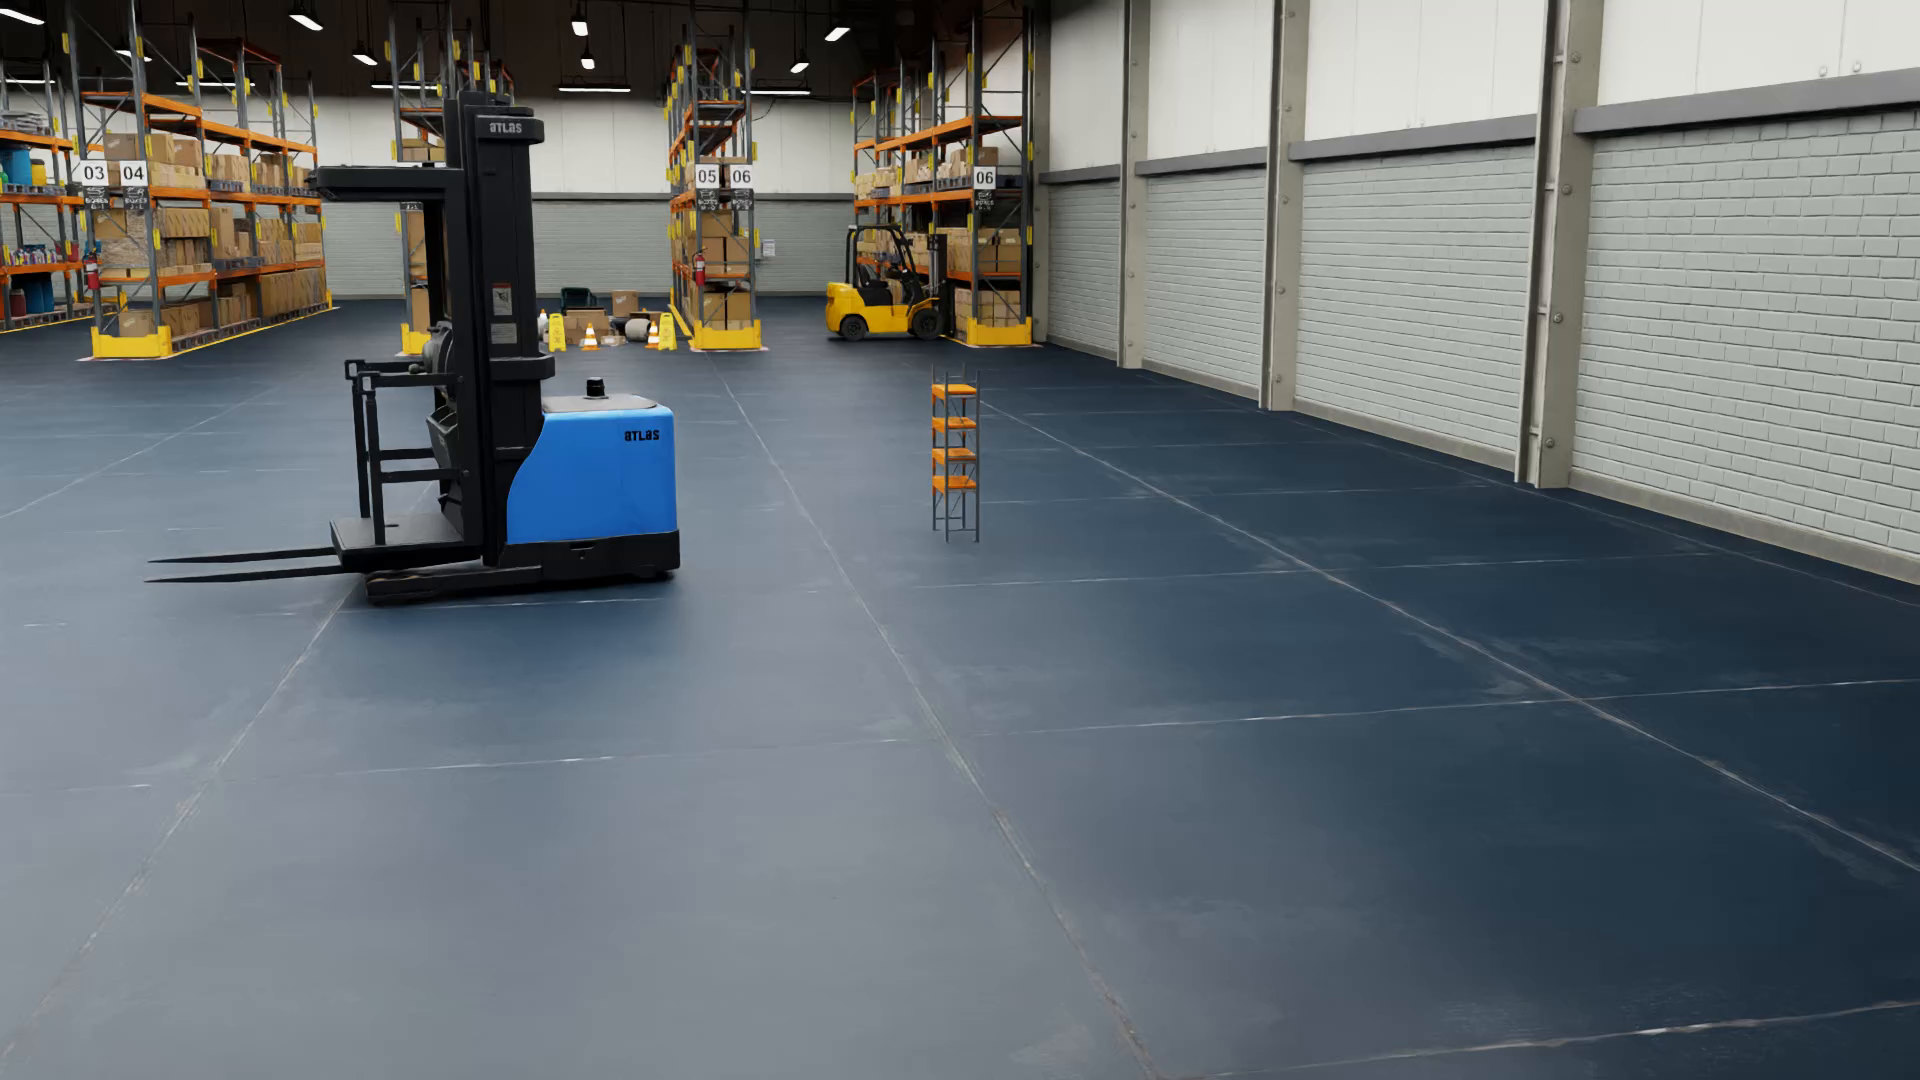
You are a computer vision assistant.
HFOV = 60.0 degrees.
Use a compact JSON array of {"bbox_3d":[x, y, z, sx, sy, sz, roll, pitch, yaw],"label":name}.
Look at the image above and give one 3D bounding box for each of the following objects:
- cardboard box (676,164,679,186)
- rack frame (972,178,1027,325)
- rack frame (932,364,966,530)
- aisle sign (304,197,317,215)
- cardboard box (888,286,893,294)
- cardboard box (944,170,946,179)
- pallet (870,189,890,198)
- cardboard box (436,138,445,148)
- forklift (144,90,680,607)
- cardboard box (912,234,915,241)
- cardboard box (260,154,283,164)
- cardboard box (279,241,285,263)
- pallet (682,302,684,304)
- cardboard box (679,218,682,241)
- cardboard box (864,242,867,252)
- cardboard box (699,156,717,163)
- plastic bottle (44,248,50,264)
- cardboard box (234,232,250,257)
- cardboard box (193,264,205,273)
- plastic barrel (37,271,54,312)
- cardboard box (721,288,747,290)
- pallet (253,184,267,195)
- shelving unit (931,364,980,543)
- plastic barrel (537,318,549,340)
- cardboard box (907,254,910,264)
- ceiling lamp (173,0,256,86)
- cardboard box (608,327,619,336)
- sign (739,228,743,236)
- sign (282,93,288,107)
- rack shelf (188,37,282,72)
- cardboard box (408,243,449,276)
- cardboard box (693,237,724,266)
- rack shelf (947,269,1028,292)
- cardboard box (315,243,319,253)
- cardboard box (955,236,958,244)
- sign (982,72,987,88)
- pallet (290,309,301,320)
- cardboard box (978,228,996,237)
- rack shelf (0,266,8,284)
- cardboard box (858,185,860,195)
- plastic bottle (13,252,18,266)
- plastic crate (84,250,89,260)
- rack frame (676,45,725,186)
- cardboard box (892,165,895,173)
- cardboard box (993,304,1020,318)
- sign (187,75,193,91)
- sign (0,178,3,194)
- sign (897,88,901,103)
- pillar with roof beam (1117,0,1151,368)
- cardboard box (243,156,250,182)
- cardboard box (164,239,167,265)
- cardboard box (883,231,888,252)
[{"bbox_3d":[-6.081,-8.280,37.763,0.700,0.500,0.500,-3,11,-14],"label":"cardboard box"},{"bbox_3d":[0.722,-5.090,30.418,1.000,3.000,0.127,-2,11,-11],"label":"rack frame"},{"bbox_3d":[-0.080,-0.665,11.979,0.240,1.200,0.015,-2,11,-11],"label":"rack frame"},{"bbox_3d":[-16.699,-8.784,42.874,0.394,0.787,0.004,-2,11,-11],"label":"aisle sign"},{"bbox_3d":[-1.438,-5.888,40.172,0.500,0.500,0.500,-3,11,-13],"label":"cardboard box"},{"bbox_3d":[-0.117,-7.195,32.736,0.380,0.149,0.250,-2,11,-9],"label":"cardboard box"},{"bbox_3d":[-1.554,-8.550,41.076,1.213,0.211,1.003,-2,11,-11],"label":"pallet"},{"bbox_3d":[-8.735,-6.781,28.425,0.380,0.149,0.250,-2,11,-10],"label":"cardboard box"},{"bbox_3d":[-3.316,-1.163,9.970,3.031,2.935,1.130,-5,12,-24],"label":"forklift"},{"bbox_3d":[-0.869,-6.713,36.944,0.380,0.149,0.250,-2,11,-10],"label":"cardboard box"},{"bbox_3d":[-16.378,-9.069,39.635,0.500,0.250,0.500,-3,11,-15],"label":"cardboard box"},{"bbox_3d":[-15.644,-6.536,37.748,0.500,0.500,0.500,-2,11,-12],"label":"cardboard box"},{"bbox_3d":[-6.551,-5.882,42.038,1.003,0.211,1.213,-2,11,-11],"label":"pallet"},{"bbox_3d":[-6.059,-7.002,37.520,0.500,0.500,0.500,-2,11,-13],"label":"cardboard box"},{"bbox_3d":[-2.246,-7.726,43.871,0.500,0.250,0.500,-2,11,-13],"label":"cardboard box"},{"bbox_3d":[-4.502,-6.702,29.404,0.380,0.149,0.250,-2,11,-10],"label":"cardboard box"},{"bbox_3d":[-20.560,-6.389,37.371,0.144,0.351,0.185,-2,11,-11],"label":"plastic bottle"},{"bbox_3d":[-15.072,-6.075,34.201,0.700,0.500,0.500,0,11,-3],"label":"cardboard box"},{"bbox_3d":[-14.128,-4.994,30.585,0.380,0.149,0.250,-2,11,-11],"label":"cardboard box"},{"bbox_3d":[-20.970,-5.644,37.819,0.600,0.901,0.708,-2,11,-11],"label":"plastic barrel"},{"bbox_3d":[-4.345,-4.581,31.968,0.500,0.500,0.500,-2,11,-8],"label":"cardboard box"},{"bbox_3d":[-15.600,-7.513,35.629,1.213,0.211,1.003,-2,11,-8],"label":"pallet"},{"bbox_3d":[-0.032,-0.620,11.744,0.258,1.200,0.503,-2,11,-11],"label":"shelving unit"},{"bbox_3d":[-8.035,-4.026,31.718,0.512,0.421,0.421,6,12,28],"label":"plastic barrel"},{"bbox_3d":[-0.895,-6.301,37.181,0.500,0.250,0.500,-2,11,-12],"label":"cardboard box"},{"bbox_3d":[-19.889,-13.701,44.005,2.000,3.185,0.800,-2,11,-11],"label":"ceiling lamp"},{"bbox_3d":[-6.871,-4.072,32.381,0.396,0.266,0.258,9,14,38],"label":"cardboard box"},{"bbox_3d":[-4.394,-6.089,33.350,0.100,0.325,0.005,-2,11,-11],"label":"sign"},{"bbox_3d":[-15.671,-10.216,38.595,0.100,0.325,0.005,-2,11,-11],"label":"sign"},{"bbox_3d":[-15.812,-10.609,36.404,1.077,0.370,4.000,-2,11,-11],"label":"rack shelf"},{"bbox_3d":[-9.099,-4.851,28.758,0.875,0.550,0.550,-2,11,-11],"label":"cardboard box"},{"bbox_3d":[-4.522,-5.194,29.899,0.500,0.500,0.500,-2,11,-12],"label":"cardboard box"},{"bbox_3d":[0.333,-5.104,32.412,1.077,0.370,4.000,-2,11,-11],"label":"rack shelf"},{"bbox_3d":[-16.526,-7.383,42.071,0.500,0.250,0.500,-2,11,-12],"label":"cardboard box"},{"bbox_3d":[0.106,-5.746,31.860,0.380,0.149,0.250,-2,11,-11],"label":"cardboard box"},{"bbox_3d":[0.493,-9.323,33.692,0.100,0.325,0.005,-2,11,-11],"label":"sign"},{"bbox_3d":[-15.977,-5.241,38.667,1.003,0.211,1.213,-2,11,-11],"label":"pallet"},{"bbox_3d":[0.445,-5.662,30.625,0.380,0.149,0.250,-2,11,-11],"label":"cardboard box"},{"bbox_3d":[-19.892,-5.116,32.475,1.077,0.370,4.000,-2,11,-11],"label":"rack shelf"},{"bbox_3d":[-2.453,-9.387,44.576,0.500,0.250,0.500,-2,11,-10],"label":"cardboard box"},{"bbox_3d":[-20.120,-5.981,35.408,0.061,0.283,0.133,-2,11,-11],"label":"plastic bottle"},{"bbox_3d":[-21.186,-6.883,40.124,0.416,0.233,0.300,-2,11,-11],"label":"plastic crate"},{"bbox_3d":[-5.702,-9.323,36.614,1.000,3.000,0.127,-2,11,-11],"label":"rack frame"},{"bbox_3d":[-1.485,-9.193,41.327,0.396,0.266,0.258,-2,11,-12],"label":"cardboard box"},{"bbox_3d":[0.834,-4.285,31.082,0.500,0.250,0.500,-2,11,-10],"label":"cardboard box"},{"bbox_3d":[-15.967,-9.479,34.509,0.100,0.325,0.005,-2,11,-11],"label":"sign"},{"bbox_3d":[-19.743,-7.279,34.176,0.100,0.325,0.005,-2,11,-11],"label":"sign"},{"bbox_3d":[-1.364,-9.981,37.358,0.100,0.325,0.005,-2,11,-11],"label":"sign"},{"bbox_3d":[-1.585,-6.941,24.096,9.100,9.000,0.400,-2,11,-11],"label":"pillar with roof beam"},{"bbox_3d":[-15.085,-7.706,34.533,0.500,0.500,0.500,-2,11,-10],"label":"cardboard box"},{"bbox_3d":[-14.162,-4.933,28.529,0.875,0.500,0.500,-2,11,-11],"label":"cardboard box"},{"bbox_3d":[-1.484,-7.211,40.168,0.700,0.500,0.500,-2,11,-11],"label":"cardboard box"}]
